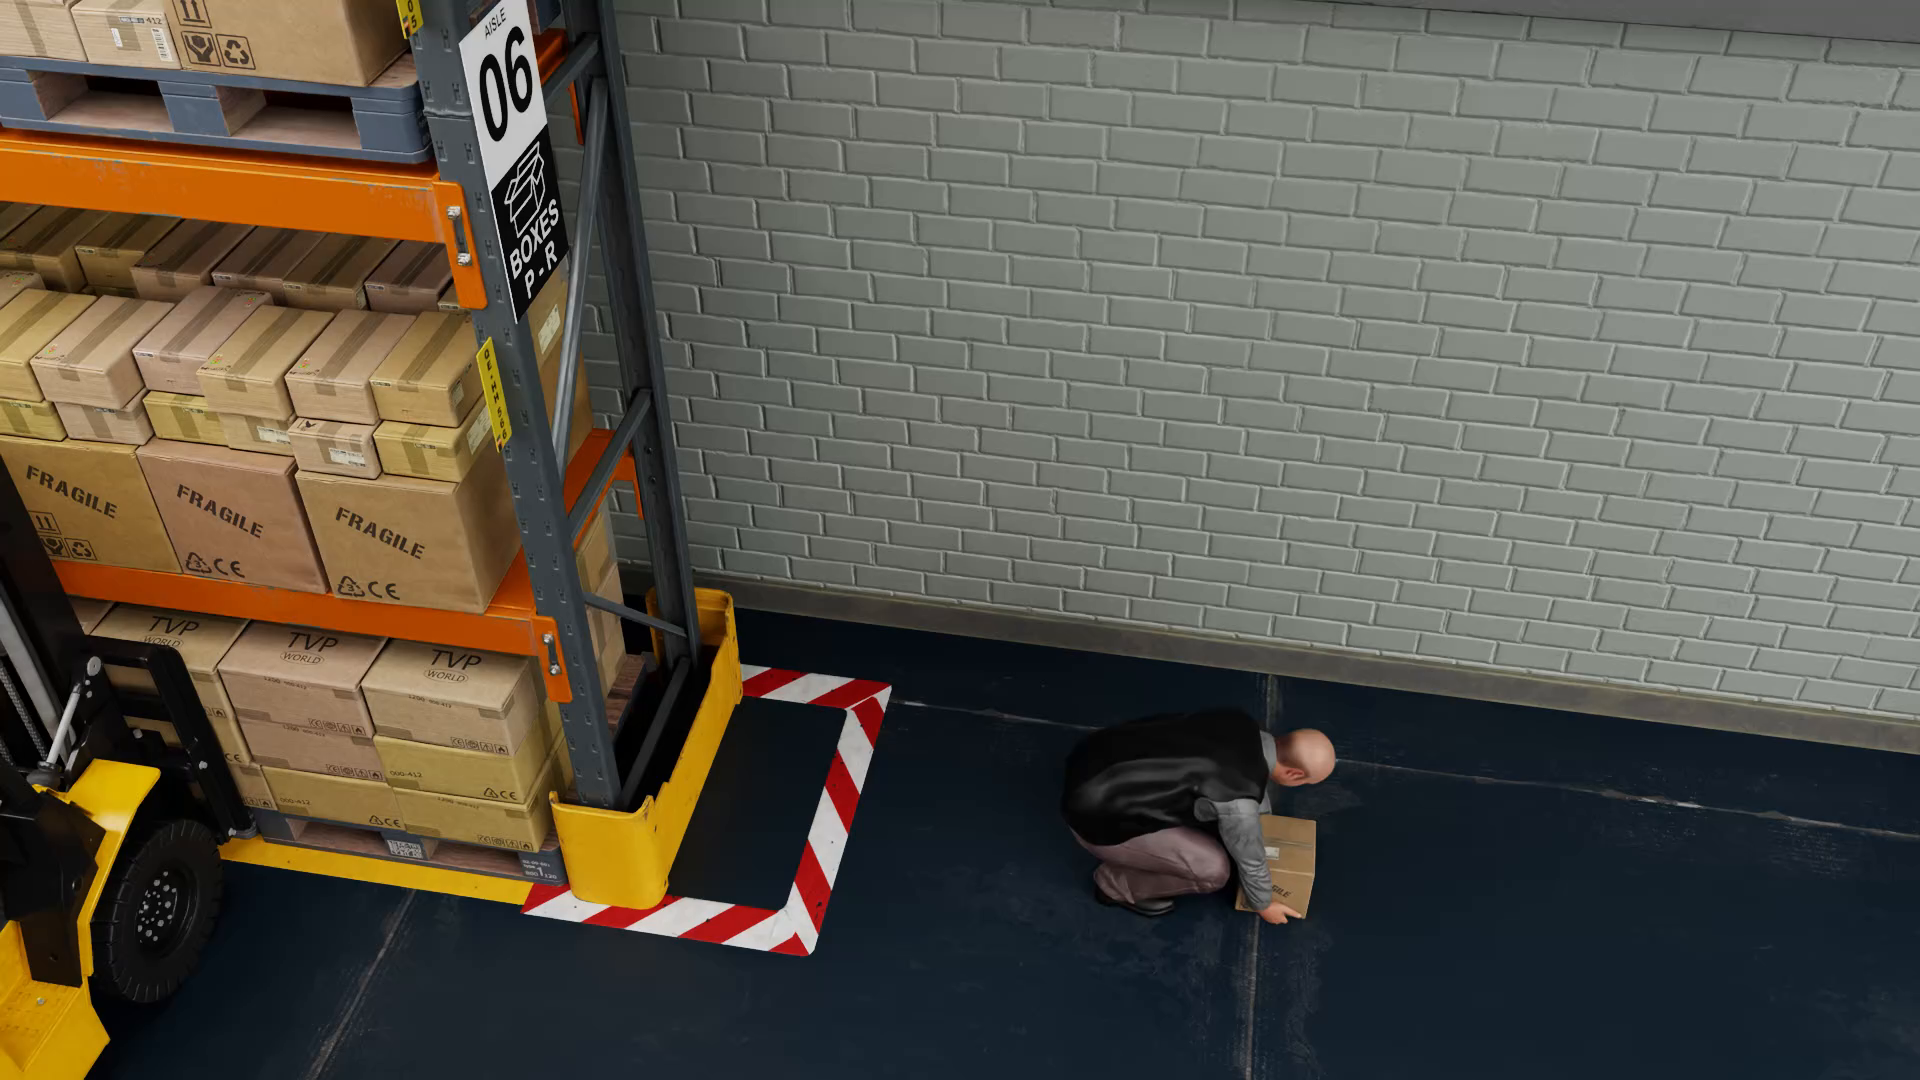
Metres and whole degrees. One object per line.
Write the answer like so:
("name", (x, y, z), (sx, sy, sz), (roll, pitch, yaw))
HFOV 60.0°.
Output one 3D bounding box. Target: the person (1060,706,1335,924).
("person", (0.813, 0.967, 5.852), (0.913, 0.830, 0.523), (6, 41, 7))
